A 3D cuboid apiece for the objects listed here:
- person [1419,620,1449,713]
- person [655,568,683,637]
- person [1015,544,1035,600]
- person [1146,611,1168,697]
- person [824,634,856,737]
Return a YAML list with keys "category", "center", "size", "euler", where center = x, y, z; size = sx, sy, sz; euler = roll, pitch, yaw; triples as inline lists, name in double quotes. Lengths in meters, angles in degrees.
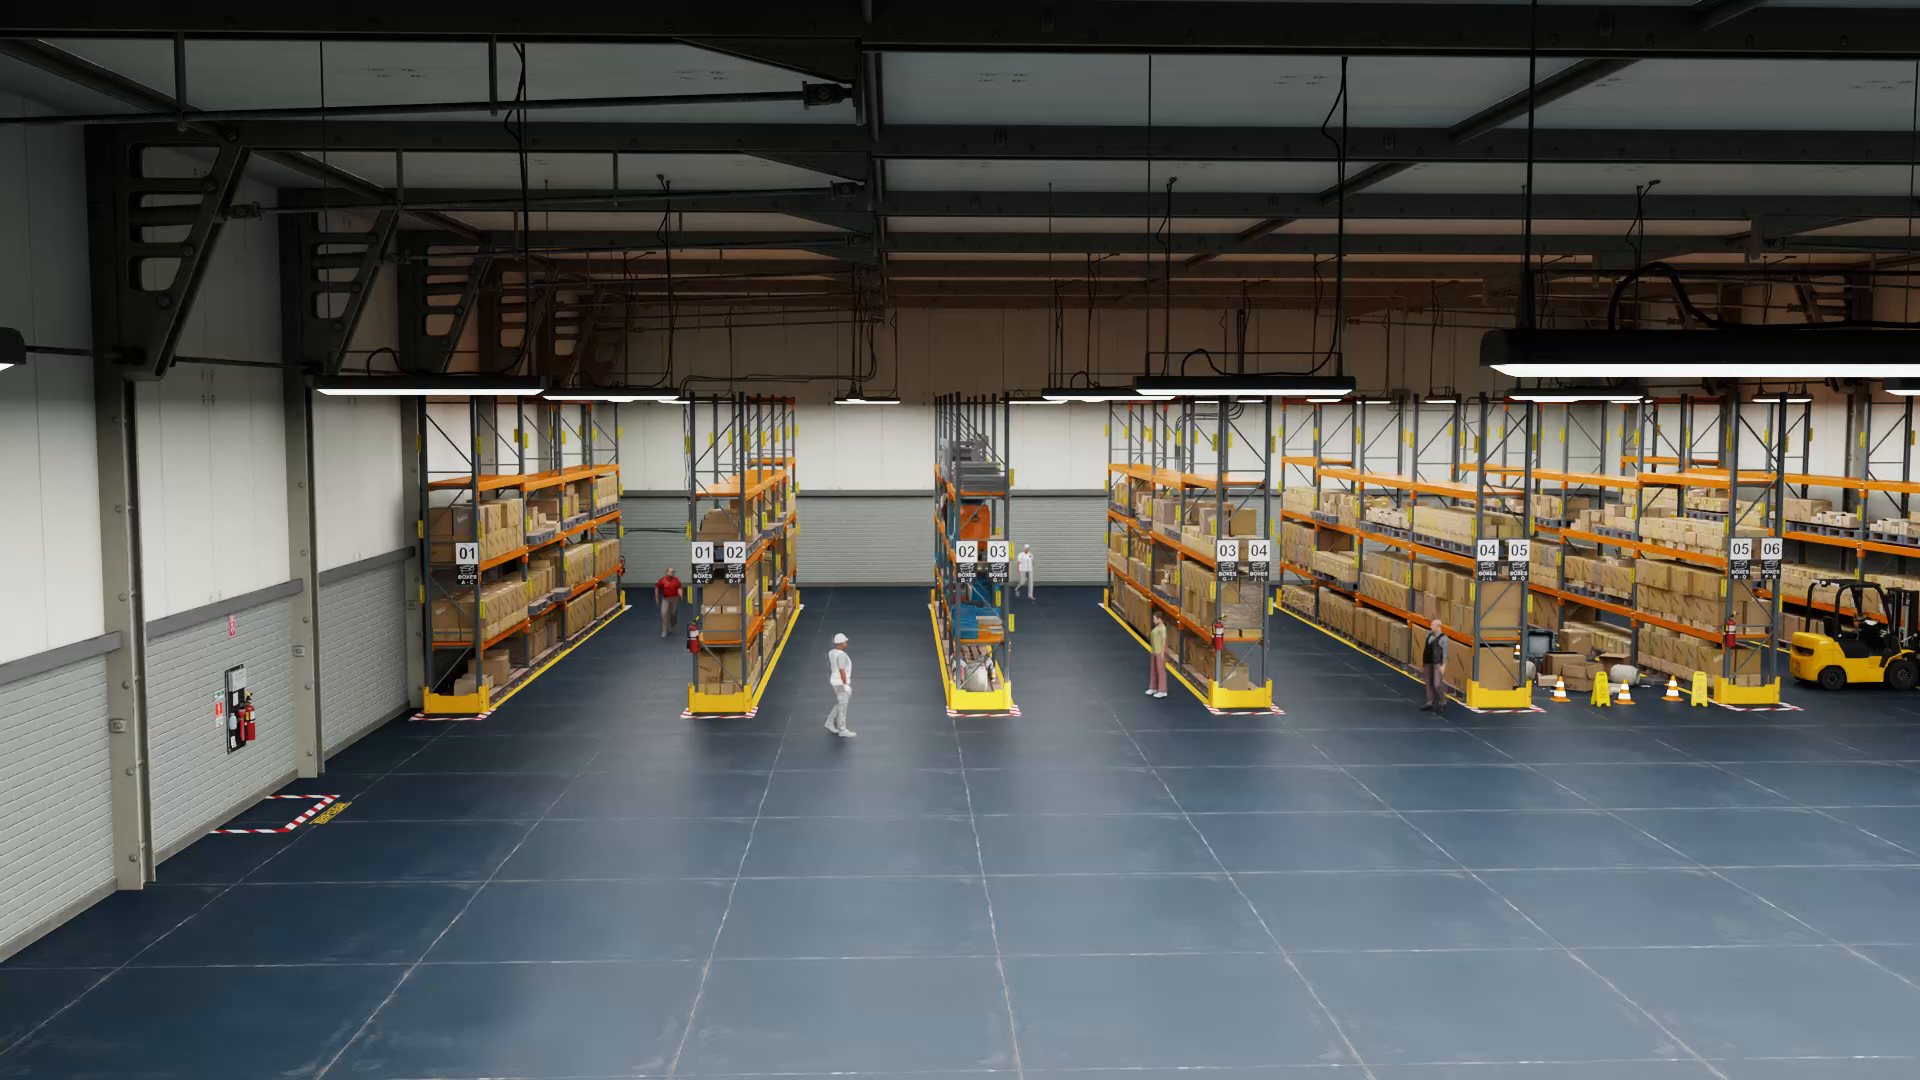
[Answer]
- category: "person"
  center: [8.902, 2.368, 31.305]
  size: [0.436, 1.745, 0.574]
  euler: [-4, 6, -38]
- category: "person"
  center: [-7.297, 1.552, 41.772]
  size: [0.718, 1.717, 0.995]
  euler: [0, 5, -3]
- category: "person"
  center: [1.976, 0.947, 49.492]
  size: [0.510, 1.633, 0.720]
  euler: [-2, 5, -27]
- category: "person"
  center: [3.916, 2.245, 32.947]
  size: [0.415, 1.678, 0.516]
  euler: [-1, 5, -15]
- category: "person"
  center: [-2.083, 2.518, 28.954]
  size: [0.522, 1.790, 0.630]
  euler: [-1, 5, -12]
